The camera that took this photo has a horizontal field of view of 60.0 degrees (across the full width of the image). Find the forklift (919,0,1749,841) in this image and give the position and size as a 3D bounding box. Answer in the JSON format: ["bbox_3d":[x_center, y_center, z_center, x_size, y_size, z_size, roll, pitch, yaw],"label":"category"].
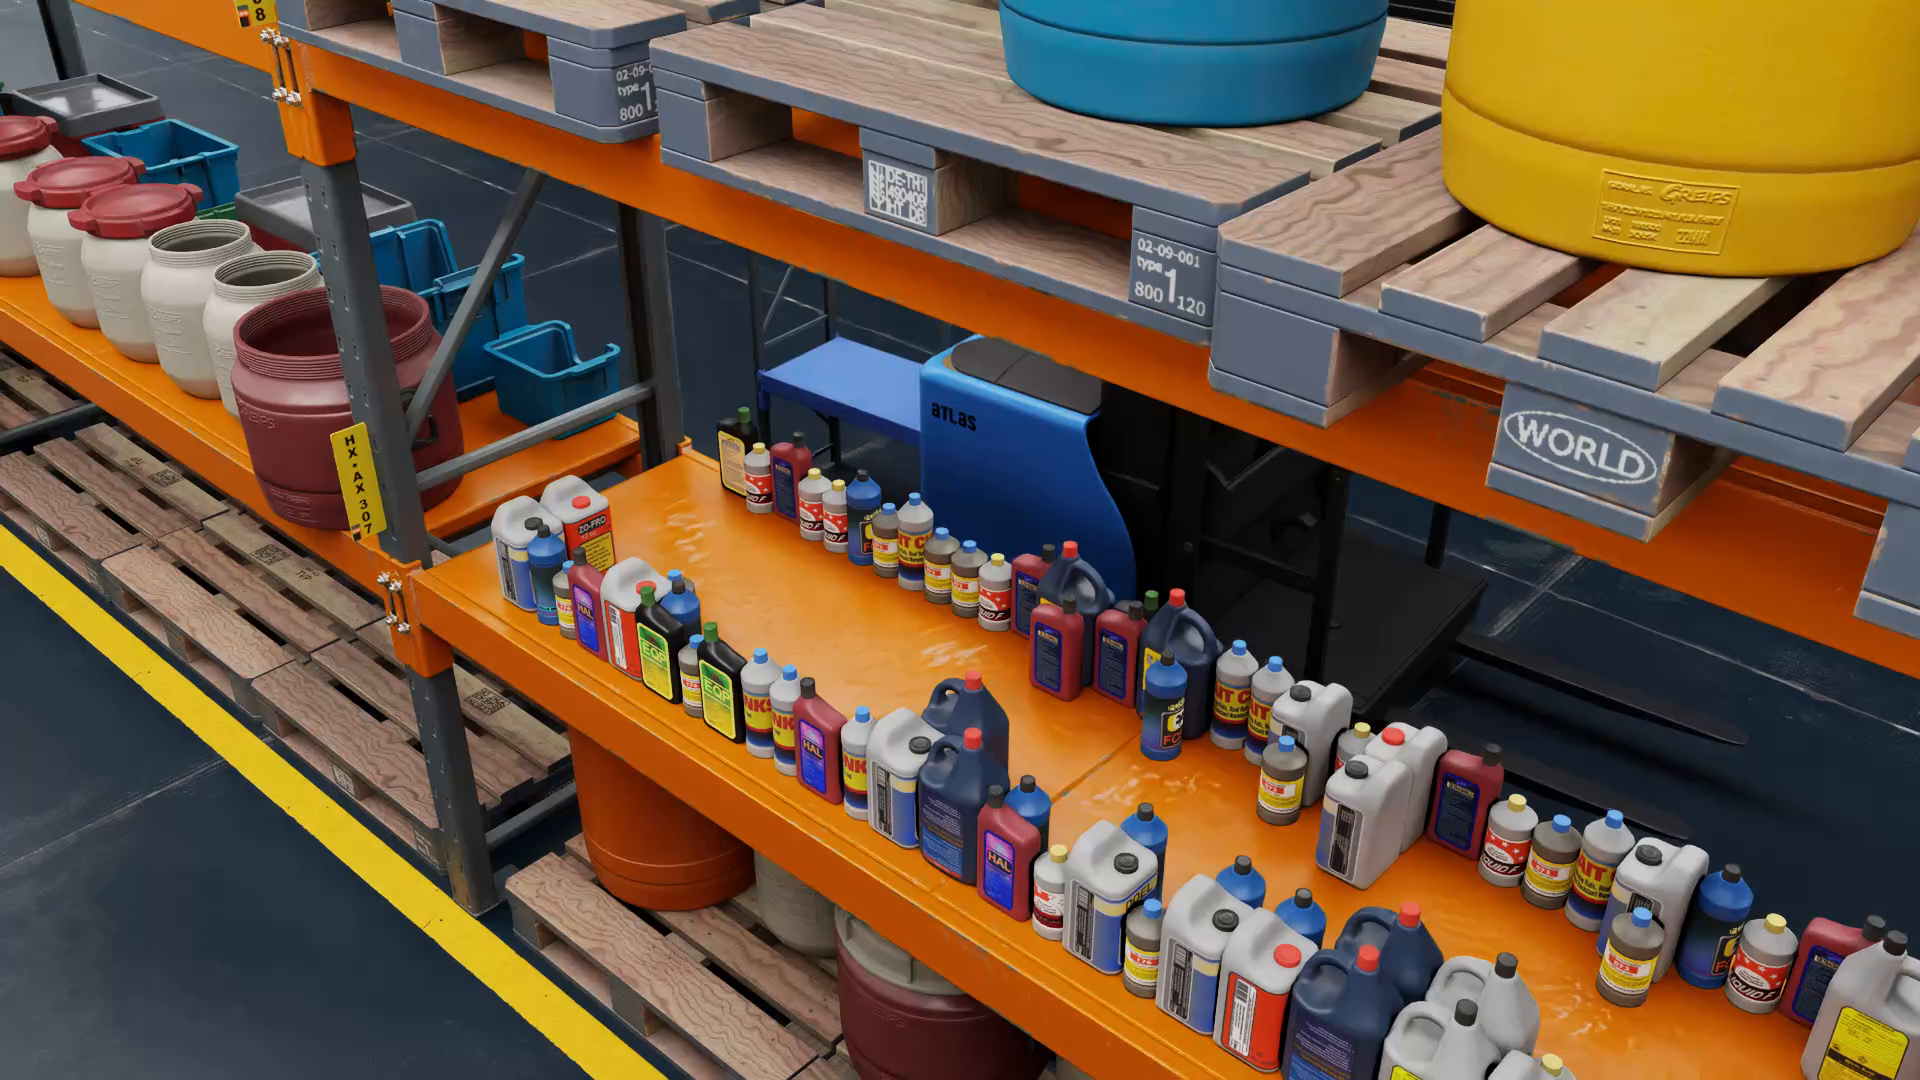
[{"bbox_3d":[1.305,-0.733,5.626,3.031,2.935,1.130,22,37,32],"label":"forklift"}]

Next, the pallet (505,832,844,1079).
[{"bbox_3d":[-0.626,1.156,5.125,1.213,0.211,1.003,25,39,35],"label":"pallet"}]

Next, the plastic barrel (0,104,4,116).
[{"bbox_3d":[-4.122,-1.645,6.588,0.708,0.901,0.600,25,39,35],"label":"plastic barrel"}]

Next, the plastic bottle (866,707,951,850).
[{"bbox_3d":[-0.107,0.511,3.613,0.135,0.276,0.152,25,39,35],"label":"plastic bottle"}]

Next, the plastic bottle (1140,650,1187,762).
[{"bbox_3d":[0.472,0.375,3.844,0.097,0.271,0.097,0,31,0],"label":"plastic bottle"}]

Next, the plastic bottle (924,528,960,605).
[{"bbox_3d":[-0.048,0.062,4.431,0.097,0.201,0.097,0,31,0],"label":"plastic bottle"}]

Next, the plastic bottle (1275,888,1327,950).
[{"bbox_3d":[0.643,0.776,3.177,0.097,0.271,0.097,0,31,0],"label":"plastic bottle"}]

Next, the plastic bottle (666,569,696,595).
[{"bbox_3d":[-0.722,0.169,4.253,0.097,0.201,0.097,0,31,0],"label":"plastic bottle"}]

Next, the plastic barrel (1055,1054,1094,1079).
[{"bbox_3d":[0.451,1.306,4.178,0.421,0.512,0.421,0,31,0],"label":"plastic barrel"}]

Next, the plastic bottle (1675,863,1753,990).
[{"bbox_3d":[1.472,0.741,3.235,0.097,0.271,0.097,0,31,0],"label":"plastic bottle"}]

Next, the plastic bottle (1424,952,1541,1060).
[{"bbox_3d":[0.922,0.862,2.958,0.185,0.351,0.144,25,39,35],"label":"plastic bottle"}]

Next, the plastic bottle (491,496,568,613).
[{"bbox_3d":[-1.135,0.031,4.410,0.135,0.276,0.152,25,39,35],"label":"plastic bottle"}]

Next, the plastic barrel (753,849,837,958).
[{"bbox_3d":[-0.386,0.915,4.827,0.421,0.512,0.421,0,31,0],"label":"plastic barrel"}]

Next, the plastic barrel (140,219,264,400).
[{"bbox_3d":[-2.457,-0.763,5.501,0.421,0.512,0.421,0,31,0],"label":"plastic barrel"}]

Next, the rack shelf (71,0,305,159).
[{"bbox_3d":[-2.722,-1.964,5.394,4.000,0.370,1.077,25,39,35],"label":"rack shelf"}]

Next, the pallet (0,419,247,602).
[{"bbox_3d":[-3.596,-0.228,7.424,1.213,0.211,1.003,25,39,35],"label":"pallet"}]

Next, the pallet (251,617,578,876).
[{"bbox_3d":[-1.787,0.616,6.021,1.213,0.211,1.003,25,39,35],"label":"pallet"}]

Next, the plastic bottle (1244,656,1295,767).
[{"bbox_3d":[0.713,0.387,3.824,0.097,0.271,0.097,0,31,0],"label":"plastic bottle"}]

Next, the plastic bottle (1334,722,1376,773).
[{"bbox_3d":[0.885,0.497,3.708,0.097,0.201,0.097,0,31,0],"label":"plastic bottle"}]

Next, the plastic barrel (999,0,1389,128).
[{"bbox_3d":[0.359,-1.123,2.405,0.708,0.901,0.600,25,39,35],"label":"plastic barrel"}]

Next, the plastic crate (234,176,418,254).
[{"bbox_3d":[-2.232,-0.999,5.939,0.583,0.464,0.402,25,39,35],"label":"plastic crate"}]

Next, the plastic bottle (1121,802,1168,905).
[{"bbox_3d":[0.371,0.649,3.388,0.097,0.271,0.097,0,31,0],"label":"plastic bottle"}]

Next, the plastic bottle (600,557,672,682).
[{"bbox_3d":[-0.792,0.191,4.144,0.135,0.276,0.152,25,39,35],"label":"plastic bottle"}]

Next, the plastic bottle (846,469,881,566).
[{"bbox_3d":[-0.264,-0.069,4.581,0.097,0.271,0.097,0,31,0],"label":"plastic bottle"}]

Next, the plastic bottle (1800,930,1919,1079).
[{"bbox_3d":[1.653,0.850,2.977,0.185,0.351,0.144,25,39,35],"label":"plastic bottle"}]

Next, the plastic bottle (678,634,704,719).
[{"bbox_3d":[-0.626,0.320,4.003,0.097,0.201,0.097,0,31,0],"label":"plastic bottle"}]

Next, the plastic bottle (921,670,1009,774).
[{"bbox_3d":[0.011,0.431,3.673,0.185,0.351,0.144,25,39,35],"label":"plastic bottle"}]

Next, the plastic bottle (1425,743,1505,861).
[{"bbox_3d":[1.083,0.542,3.555,0.133,0.283,0.061,25,39,35],"label":"plastic bottle"}]

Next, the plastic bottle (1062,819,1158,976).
[{"bbox_3d":[0.301,0.702,3.297,0.135,0.276,0.152,25,39,35],"label":"plastic bottle"}]

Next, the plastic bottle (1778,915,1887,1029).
[{"bbox_3d":[1.642,0.803,3.121,0.133,0.283,0.061,25,39,35],"label":"plastic bottle"}]

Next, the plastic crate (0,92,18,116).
[{"bbox_3d":[-4.507,-1.883,7.530,0.504,0.338,0.767,25,39,35],"label":"plastic crate"}]

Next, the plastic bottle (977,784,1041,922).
[{"bbox_3d":[0.099,0.636,3.399,0.133,0.283,0.061,25,39,35],"label":"plastic bottle"}]

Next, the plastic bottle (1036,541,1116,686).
[{"bbox_3d":[0.285,0.169,4.108,0.185,0.351,0.144,25,39,35],"label":"plastic bottle"}]

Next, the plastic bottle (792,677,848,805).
[{"bbox_3d":[-0.309,0.445,3.715,0.133,0.283,0.061,25,39,35],"label":"plastic bottle"}]

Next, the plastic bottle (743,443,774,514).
[{"bbox_3d":[-0.579,-0.186,4.844,0.097,0.201,0.097,0,31,0],"label":"plastic bottle"}]

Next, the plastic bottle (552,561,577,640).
[{"bbox_3d":[-0.995,0.147,4.289,0.097,0.201,0.097,0,31,0],"label":"plastic bottle"}]

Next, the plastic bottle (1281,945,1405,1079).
[{"bbox_3d":[0.689,0.853,2.972,0.185,0.351,0.144,25,39,35],"label":"plastic bottle"}]

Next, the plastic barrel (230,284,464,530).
[{"bbox_3d":[-1.786,-0.398,4.871,0.708,0.536,0.600,25,39,35],"label":"plastic barrel"}]

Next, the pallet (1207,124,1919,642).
[{"bbox_3d":[1.080,-0.349,2.196,1.003,0.211,1.213,25,39,35],"label":"pallet"}]

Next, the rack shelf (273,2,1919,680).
[{"bbox_3d":[0.244,-0.580,3.094,4.000,0.370,1.077,25,39,35],"label":"rack shelf"}]

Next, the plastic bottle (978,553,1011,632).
[{"bbox_3d":[0.097,0.129,4.320,0.097,0.201,0.097,0,31,0],"label":"plastic bottle"}]

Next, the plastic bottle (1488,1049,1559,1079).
[{"bbox_3d":[0.947,1.003,2.796,0.135,0.276,0.152,25,39,35],"label":"plastic bottle"}]

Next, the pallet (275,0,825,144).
[{"bbox_3d":[-0.737,-1.197,3.605,1.213,0.211,1.003,25,39,35],"label":"pallet"}]

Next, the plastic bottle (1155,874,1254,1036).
[{"bbox_3d":[0.473,0.782,3.163,0.135,0.276,0.152,25,39,35],"label":"plastic bottle"}]

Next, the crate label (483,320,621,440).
[{"bbox_3d":[-1.300,-0.513,5.356,0.416,0.233,0.303,25,39,35],"label":"crate label"}]

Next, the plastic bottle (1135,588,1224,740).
[{"bbox_3d":[0.521,0.279,3.925,0.185,0.351,0.144,25,39,35],"label":"plastic bottle"}]

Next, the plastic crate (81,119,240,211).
[{"bbox_3d":[-3.178,-1.410,6.699,0.575,0.384,0.392,25,39,35],"label":"plastic crate"}]

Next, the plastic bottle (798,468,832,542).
[{"bbox_3d":[-0.408,-0.107,4.711,0.097,0.201,0.097,0,31,0],"label":"plastic bottle"}]

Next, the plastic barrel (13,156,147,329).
[{"bbox_3d":[-3.099,-1.069,5.986,0.433,0.535,0.433,0,31,0],"label":"plastic barrel"}]

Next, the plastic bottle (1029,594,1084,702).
[{"bbox_3d":[0.235,0.246,4.046,0.133,0.283,0.061,25,39,35],"label":"plastic bottle"}]

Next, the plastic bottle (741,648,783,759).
[{"bbox_3d":[-0.454,0.370,3.852,0.097,0.271,0.097,0,31,0],"label":"plastic bottle"}]

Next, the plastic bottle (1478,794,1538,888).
[{"bbox_3d":[1.156,0.624,3.498,0.097,0.201,0.097,0,31,0],"label":"plastic bottle"}]

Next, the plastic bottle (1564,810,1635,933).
[{"bbox_3d":[1.300,0.661,3.368,0.097,0.271,0.097,0,31,0],"label":"plastic bottle"}]

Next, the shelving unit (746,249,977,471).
[{"bbox_3d":[-0.324,-0.753,7.047,1.048,1.500,0.538,22,37,32],"label":"shelving unit"}]

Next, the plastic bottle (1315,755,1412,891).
[{"bbox_3d":[0.851,0.574,3.508,0.135,0.276,0.152,25,39,35],"label":"plastic bottle"}]

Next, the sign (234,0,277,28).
[{"bbox_3d":[-1.603,-1.323,3.732,0.005,0.325,0.100,25,39,35],"label":"sign"}]

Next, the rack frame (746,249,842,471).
[{"bbox_3d":[-0.726,-0.914,7.314,0.032,1.500,0.500,22,37,32],"label":"rack frame"}]

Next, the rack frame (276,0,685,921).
[{"bbox_3d":[-1.239,-0.295,4.832,0.127,3.000,1.000,25,39,35],"label":"rack frame"}]
